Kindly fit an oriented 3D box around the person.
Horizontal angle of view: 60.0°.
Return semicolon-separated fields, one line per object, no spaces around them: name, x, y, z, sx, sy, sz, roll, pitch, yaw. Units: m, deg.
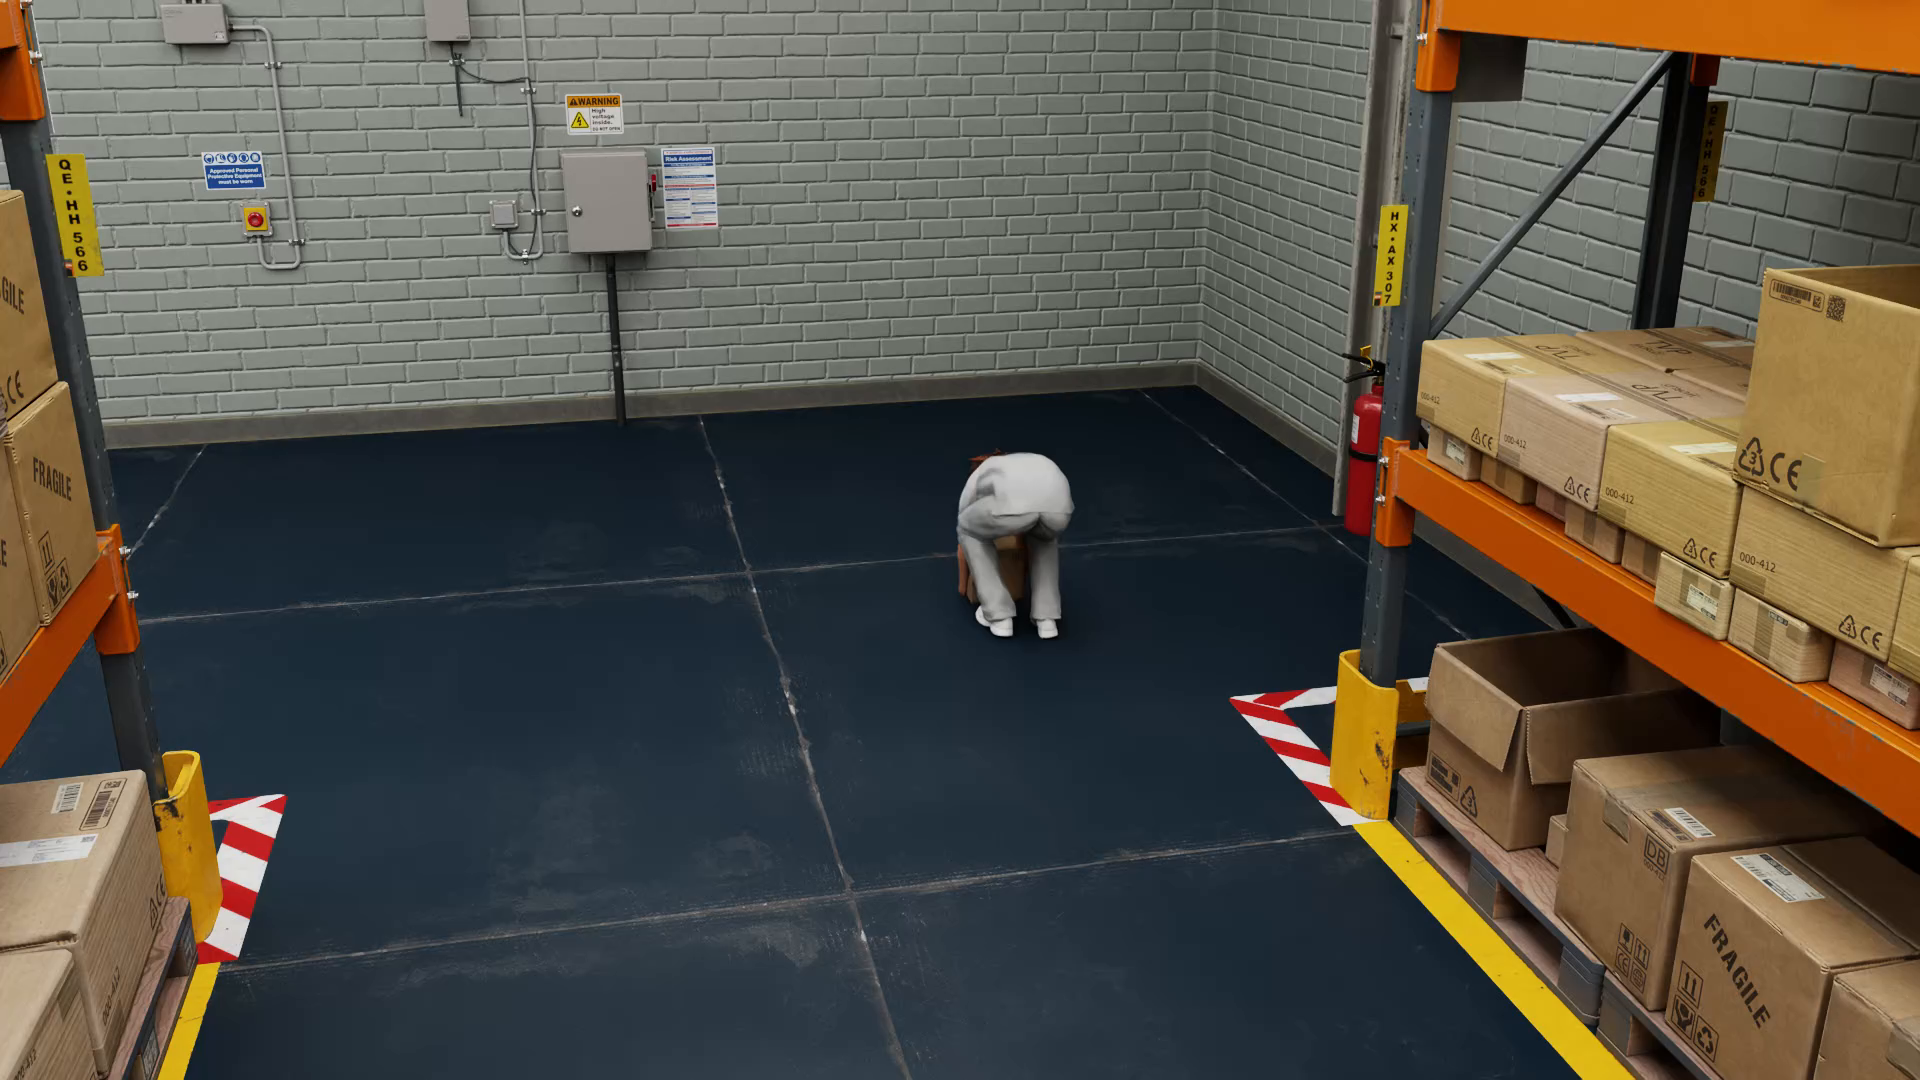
person;0.225;-0.023;7.434;0.463;0.828;0.859;-5;20;-15
